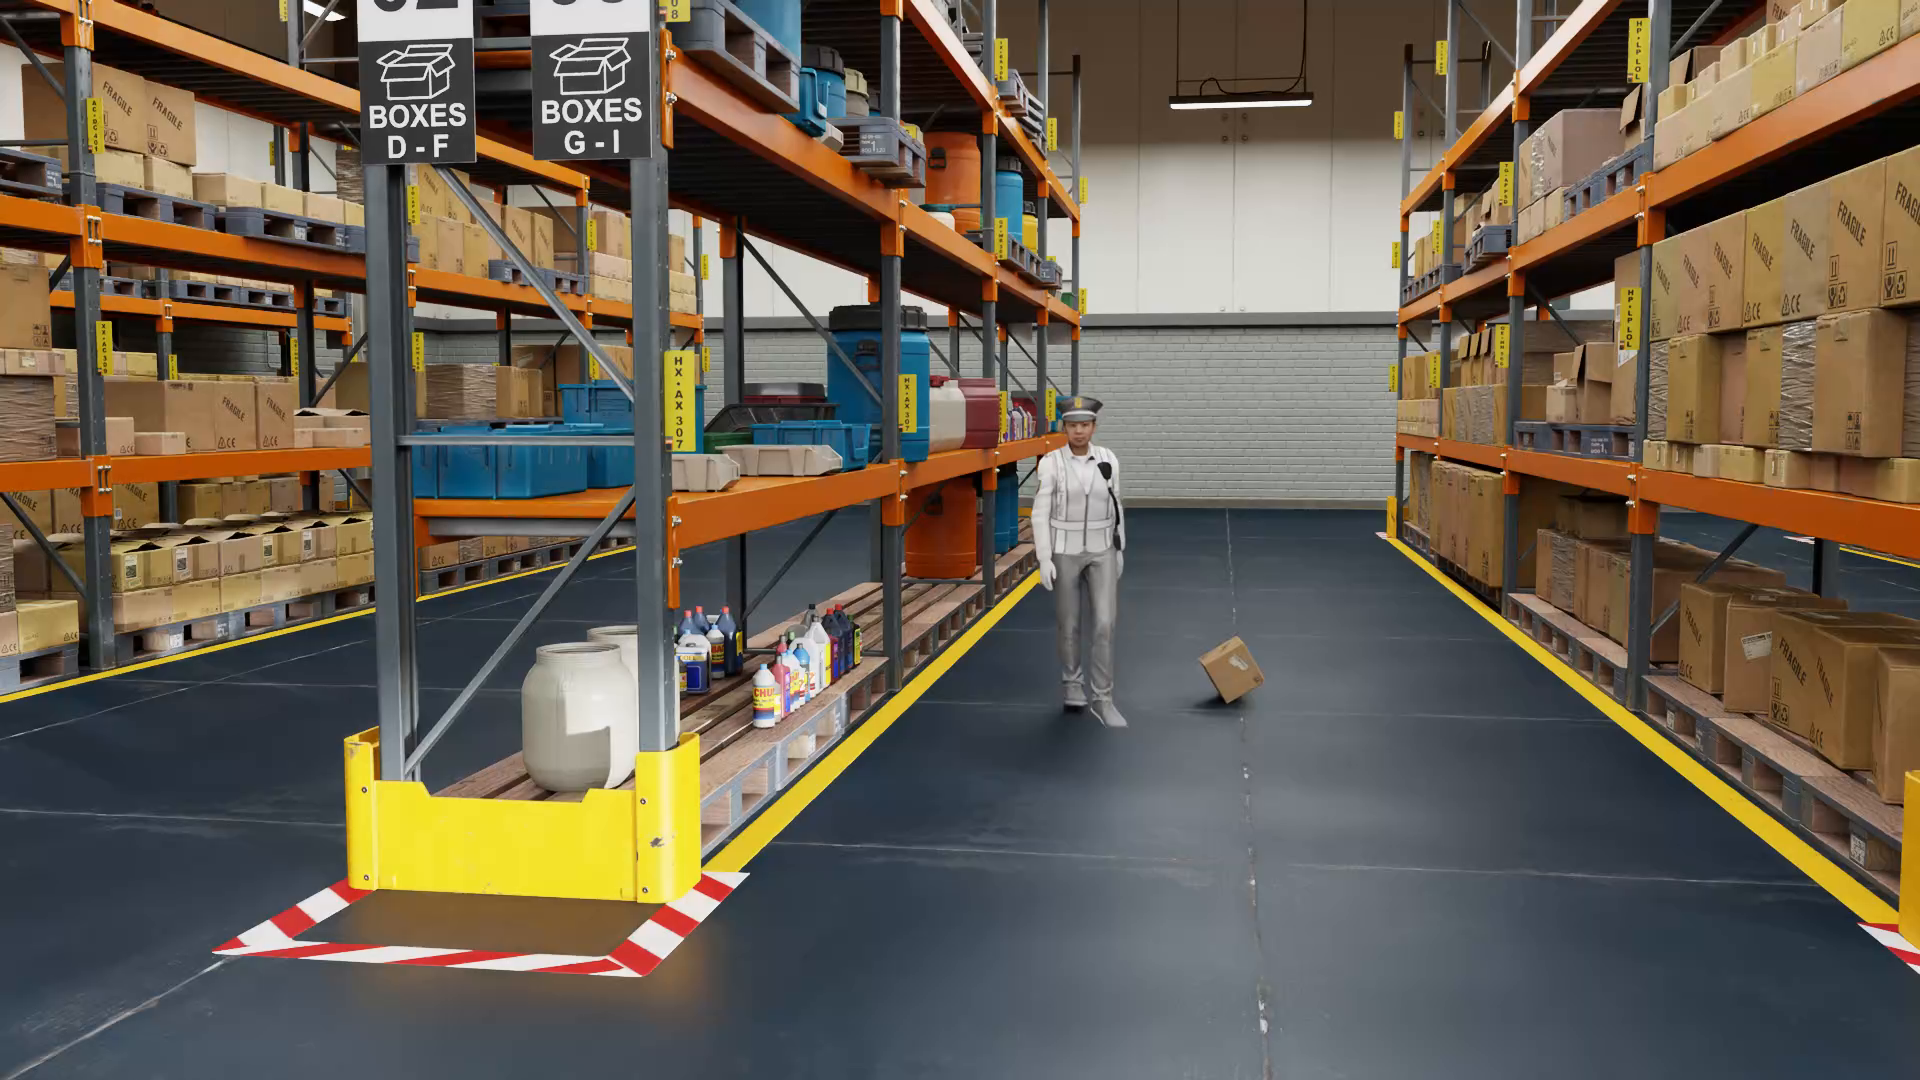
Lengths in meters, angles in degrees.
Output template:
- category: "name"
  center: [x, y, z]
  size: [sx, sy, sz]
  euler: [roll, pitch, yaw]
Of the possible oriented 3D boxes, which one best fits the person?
- category: "person"
  center: [0.621, 0.103, 8.646]
  size: [0.514, 1.702, 0.692]
  euler: [0, 5, -2]
